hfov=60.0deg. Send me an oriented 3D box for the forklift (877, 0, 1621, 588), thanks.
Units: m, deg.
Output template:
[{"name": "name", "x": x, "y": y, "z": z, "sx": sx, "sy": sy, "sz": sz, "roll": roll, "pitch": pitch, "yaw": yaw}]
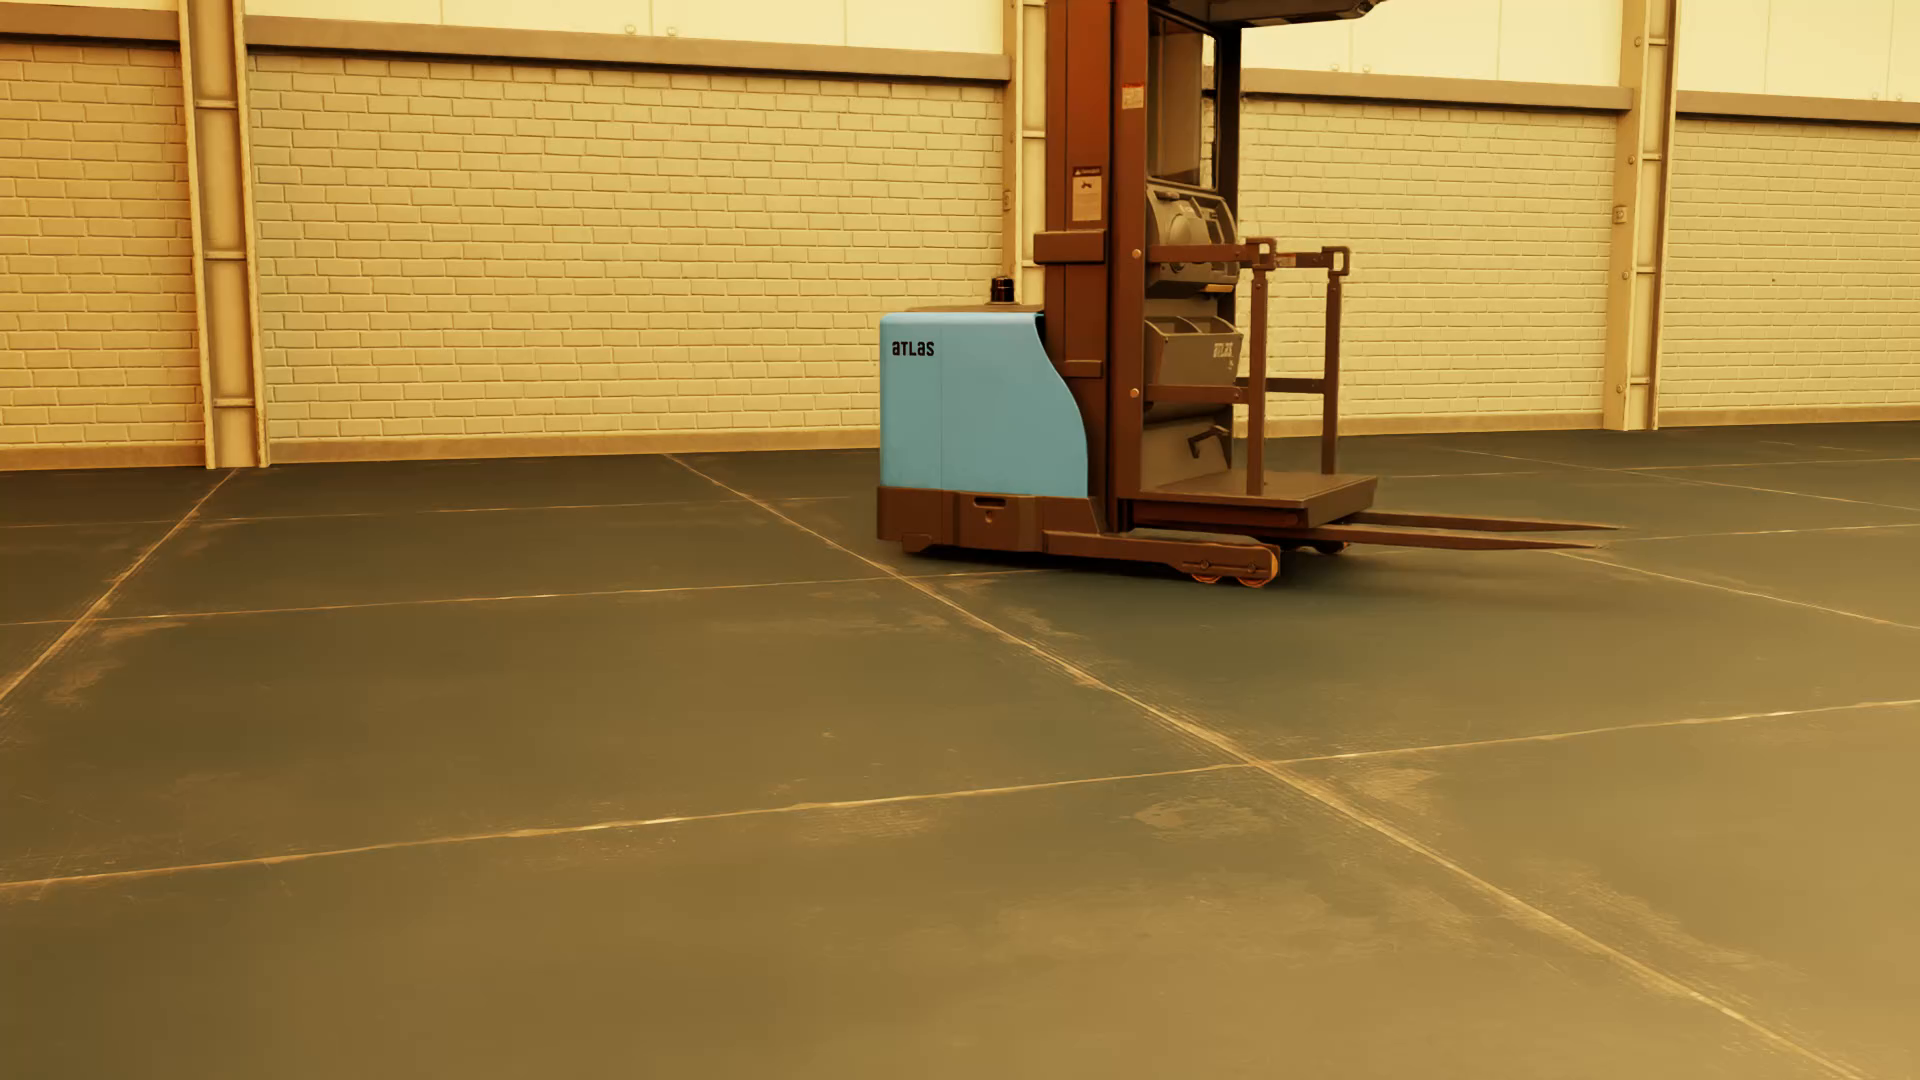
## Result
[{"name": "forklift", "x": 1.168, "y": -1.347, "z": 6.948, "sx": 3.031, "sy": 2.935, "sz": 1.130, "roll": 4, "pitch": 9, "yaw": 29}]
